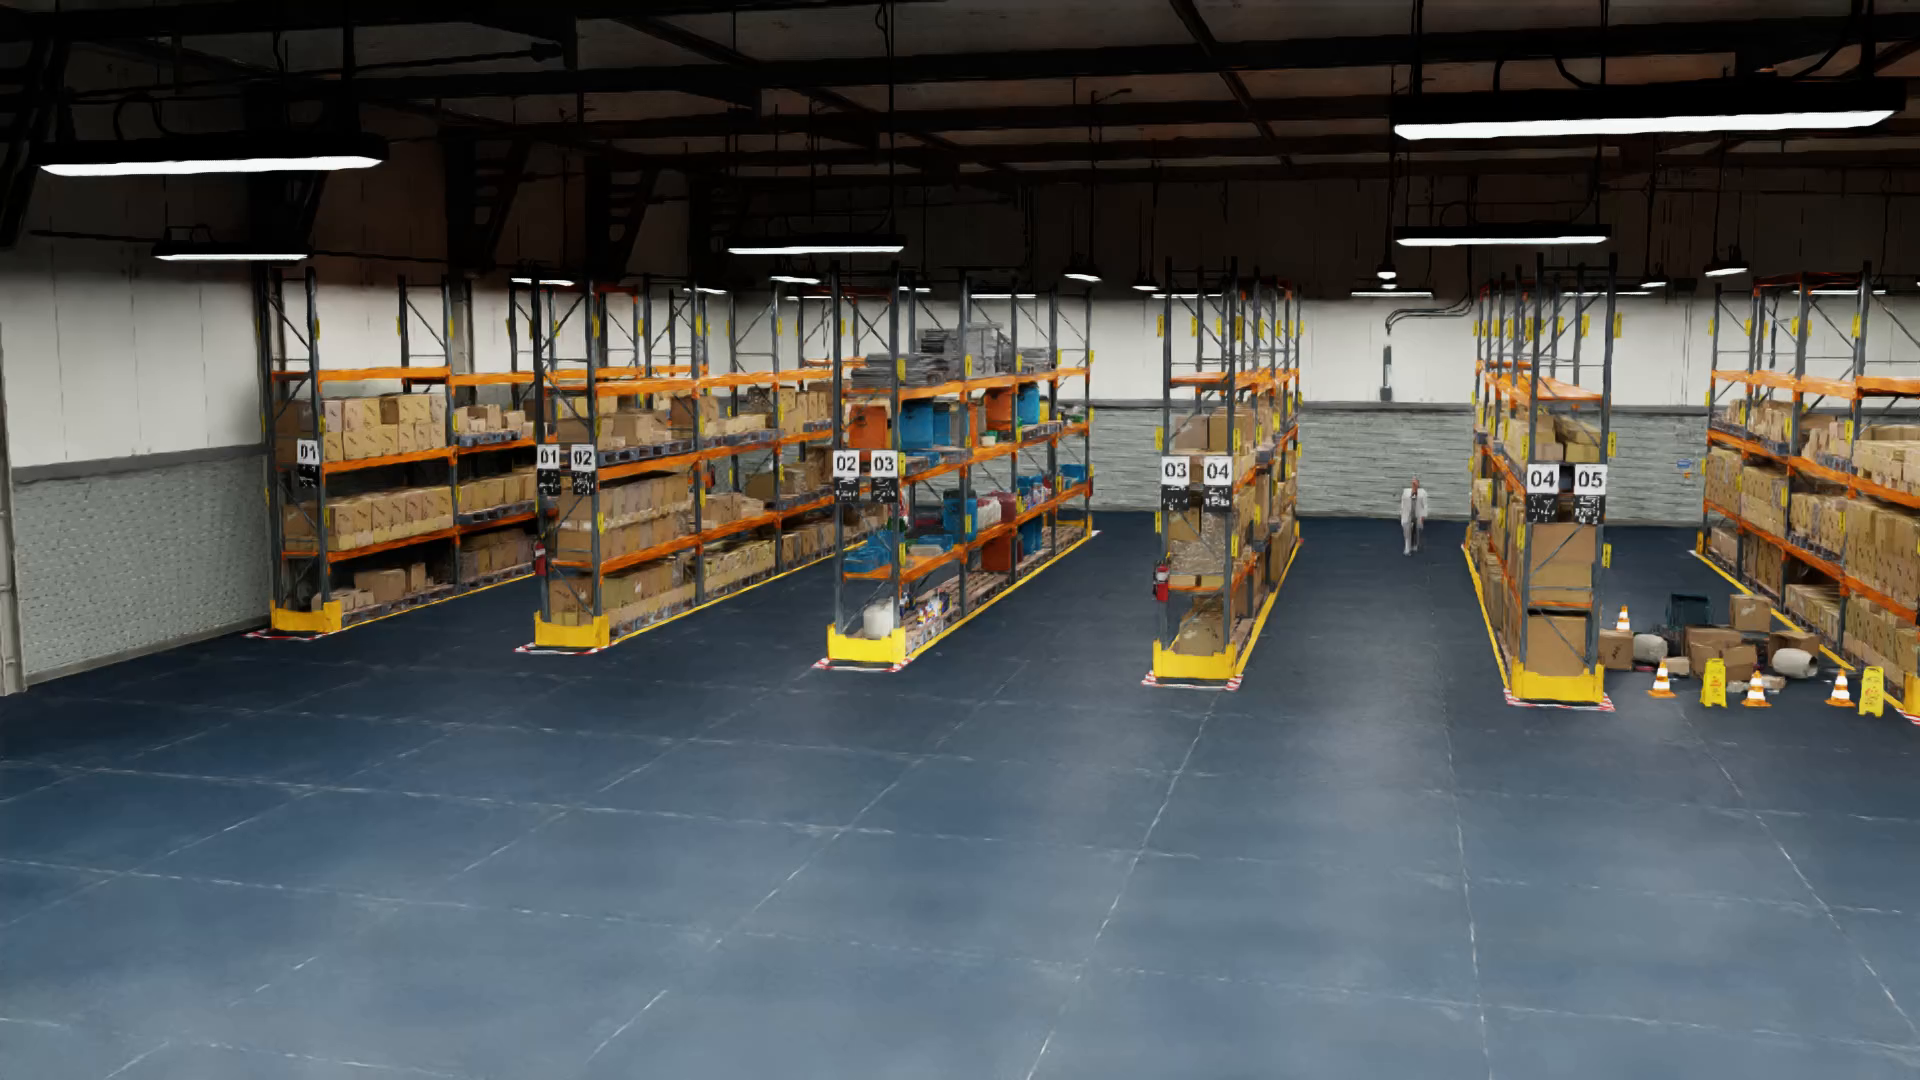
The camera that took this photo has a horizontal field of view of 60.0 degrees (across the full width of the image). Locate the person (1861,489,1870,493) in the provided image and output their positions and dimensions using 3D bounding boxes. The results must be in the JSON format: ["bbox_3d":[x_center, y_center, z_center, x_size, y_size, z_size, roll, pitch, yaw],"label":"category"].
[{"bbox_3d":[19.394,-0.364,35.666,0.487,1.675,0.657,1,7,11],"label":"person"}]

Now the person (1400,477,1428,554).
[{"bbox_3d":[10.110,-0.555,37.044,0.588,1.700,1.193,2,7,12],"label":"person"}]

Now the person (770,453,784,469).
[{"bbox_3d":[-4.941,-1.597,45.503,0.717,1.651,0.528,-7,10,-42],"label":"person"}]

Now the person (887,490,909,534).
[{"bbox_3d":[-1.385,-0.521,36.779,0.567,1.736,1.042,2,7,14],"label":"person"}]
